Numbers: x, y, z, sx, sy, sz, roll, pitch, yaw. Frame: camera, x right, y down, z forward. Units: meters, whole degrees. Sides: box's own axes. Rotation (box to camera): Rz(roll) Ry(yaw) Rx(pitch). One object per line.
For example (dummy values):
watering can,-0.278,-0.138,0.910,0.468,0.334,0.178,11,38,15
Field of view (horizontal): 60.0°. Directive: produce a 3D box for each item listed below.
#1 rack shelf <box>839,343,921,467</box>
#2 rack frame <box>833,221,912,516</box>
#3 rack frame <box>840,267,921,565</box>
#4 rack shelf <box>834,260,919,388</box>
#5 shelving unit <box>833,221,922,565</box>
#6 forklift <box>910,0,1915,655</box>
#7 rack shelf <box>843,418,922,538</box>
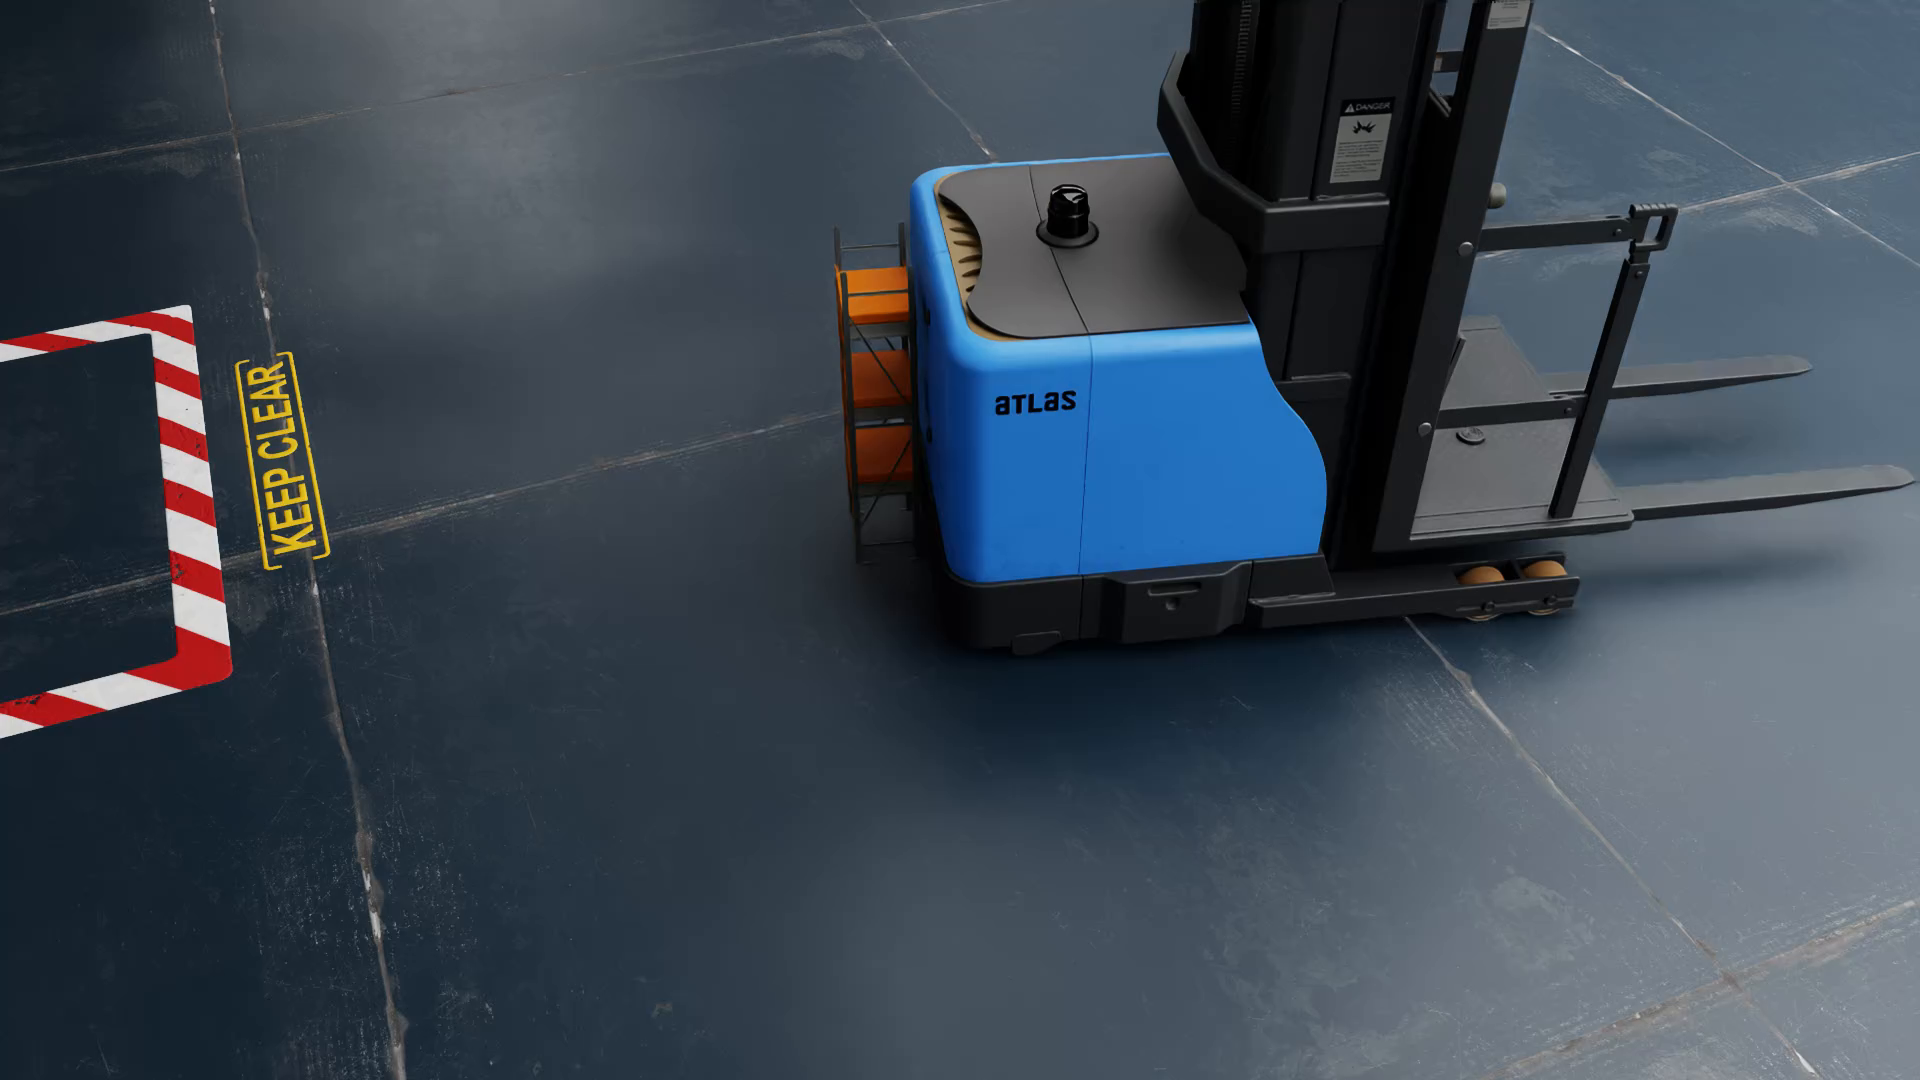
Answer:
rack shelf,-0.238,-0.401,4.927,0.215,0.259,0.240,-5,41,-6
rack frame,-0.254,-0.488,5.012,0.200,1.050,0.008,-5,41,-6
rack frame,-0.222,-0.330,4.828,0.200,1.050,0.008,-5,41,-6
rack shelf,-0.238,-0.616,4.742,0.215,0.259,0.240,-5,41,-6
shelving unit,-0.238,-0.409,4.920,0.215,1.050,0.252,-5,41,-6
forklift,1.398,-1.207,4.406,3.031,2.935,1.130,-5,41,-6
rack shelf,-0.238,-0.190,5.108,0.215,0.259,0.240,-5,41,-6
